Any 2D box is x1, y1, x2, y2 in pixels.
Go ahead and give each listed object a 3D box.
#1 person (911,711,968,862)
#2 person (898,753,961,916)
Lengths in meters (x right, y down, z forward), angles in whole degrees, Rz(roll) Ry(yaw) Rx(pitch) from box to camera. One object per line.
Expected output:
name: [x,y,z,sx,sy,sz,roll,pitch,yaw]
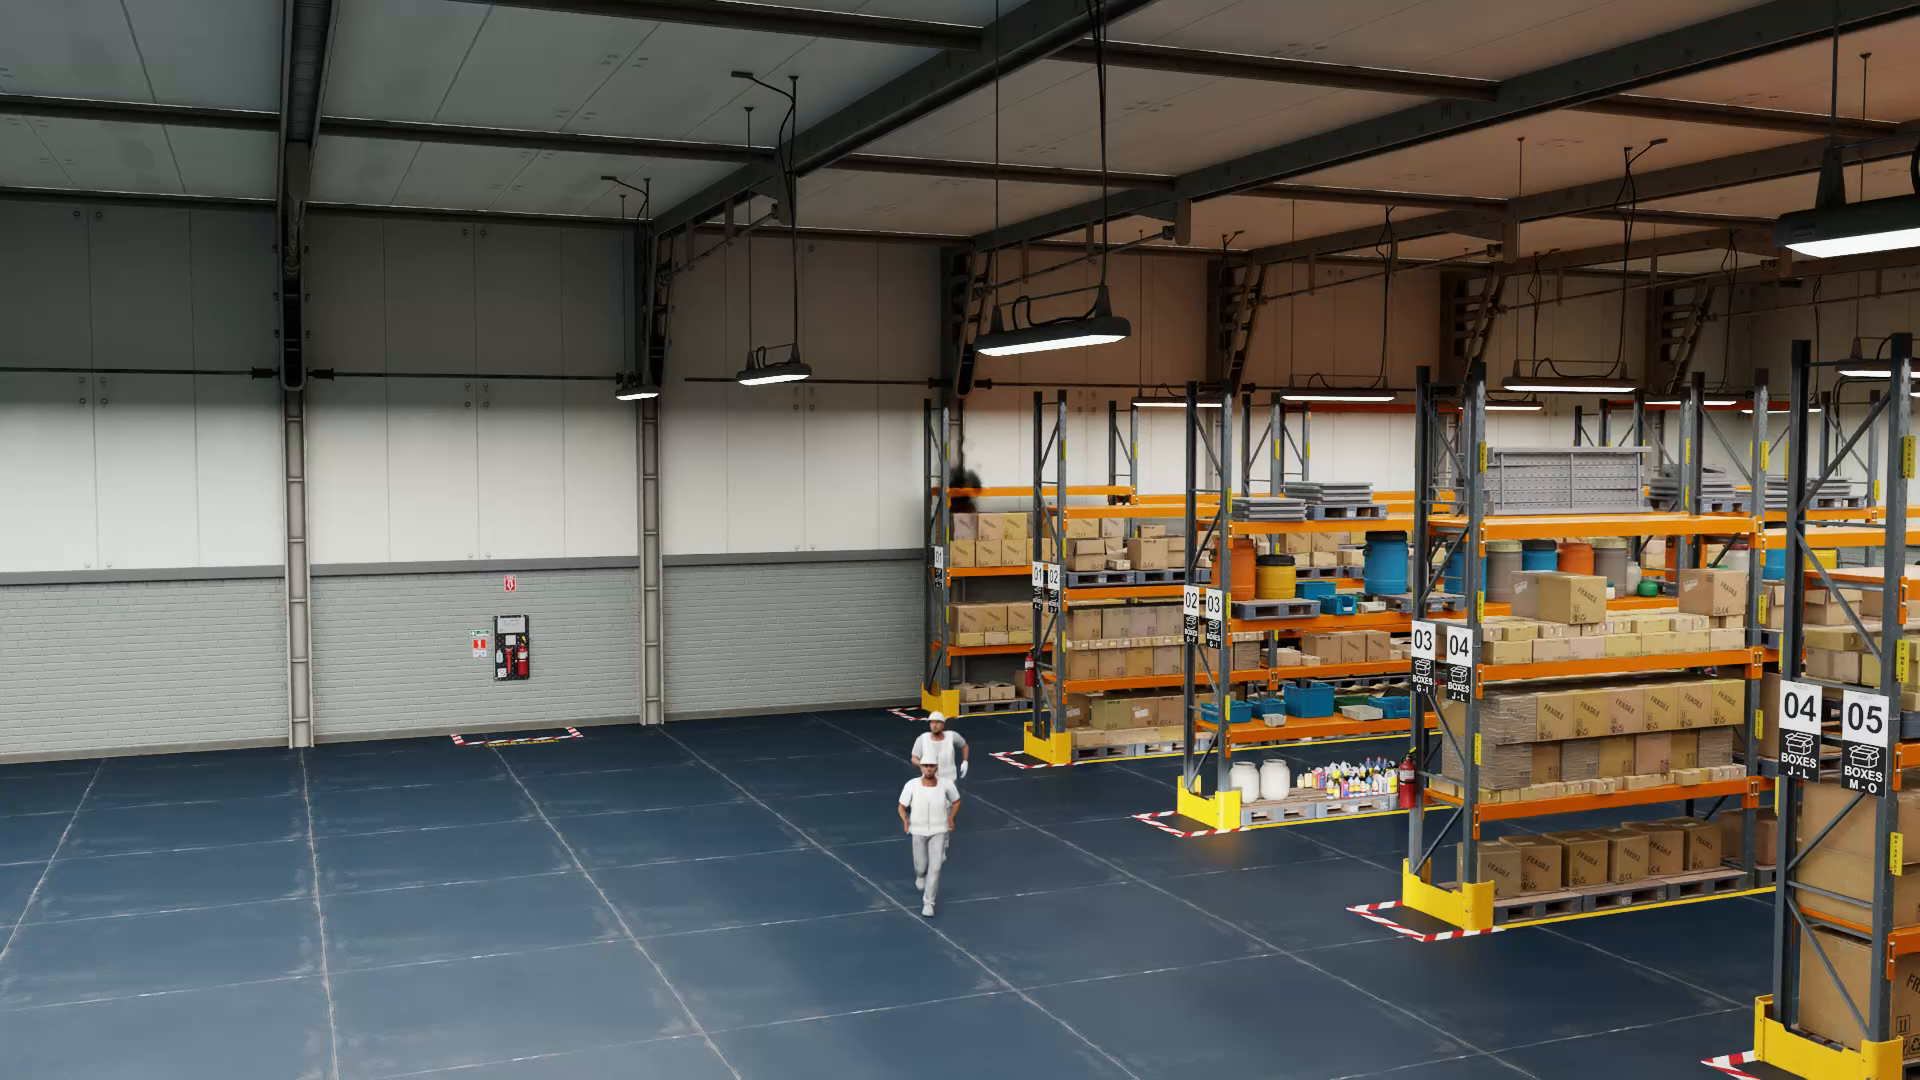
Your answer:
person: [-0.254,3.045,20.873,0.695,1.832,0.928,0,3,7]
person: [-0.332,3.217,18.372,0.698,1.735,0.787,0,3,-1]
